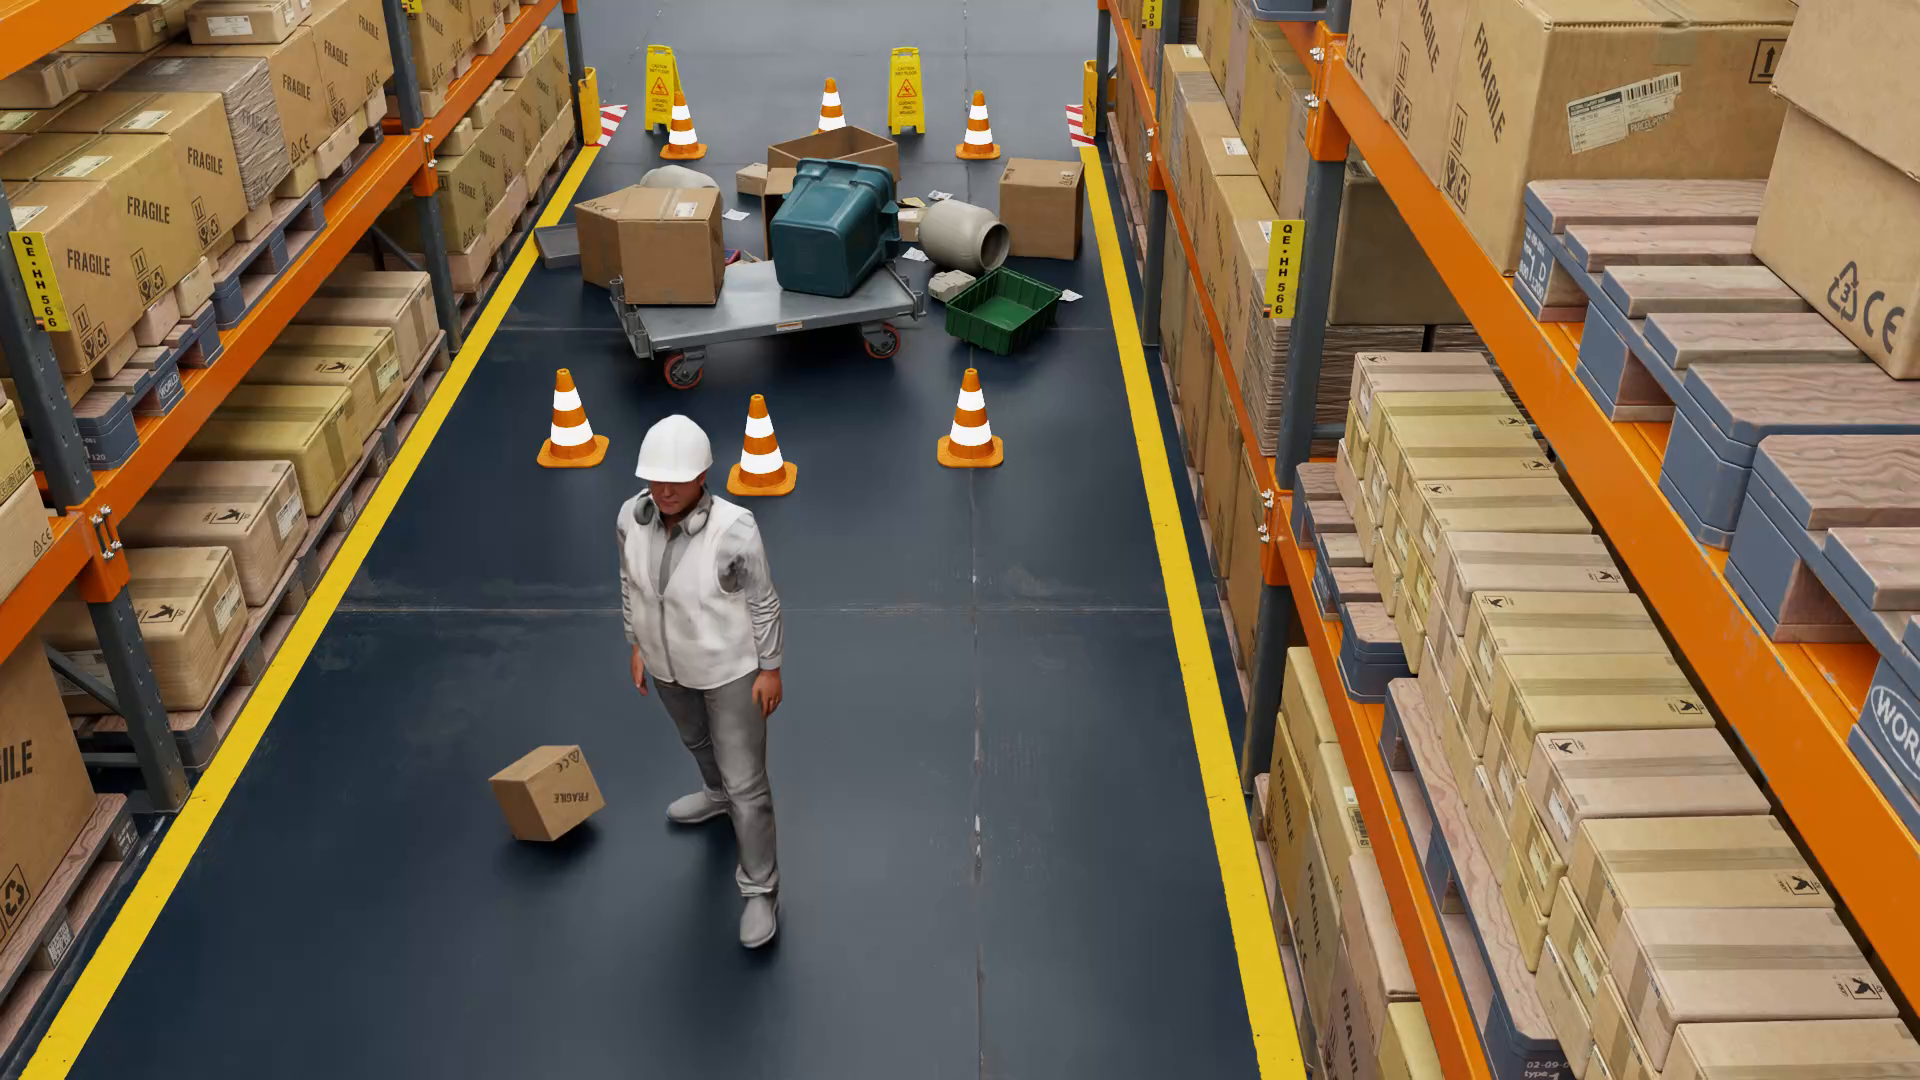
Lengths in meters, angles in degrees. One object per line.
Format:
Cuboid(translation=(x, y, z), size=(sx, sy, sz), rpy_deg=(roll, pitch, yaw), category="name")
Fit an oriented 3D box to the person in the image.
Cuboid(translation=(-0.818, 0.414, 5.402), size=(0.711, 1.753, 0.709), rpy_deg=(14, 34, 22), category="person")
